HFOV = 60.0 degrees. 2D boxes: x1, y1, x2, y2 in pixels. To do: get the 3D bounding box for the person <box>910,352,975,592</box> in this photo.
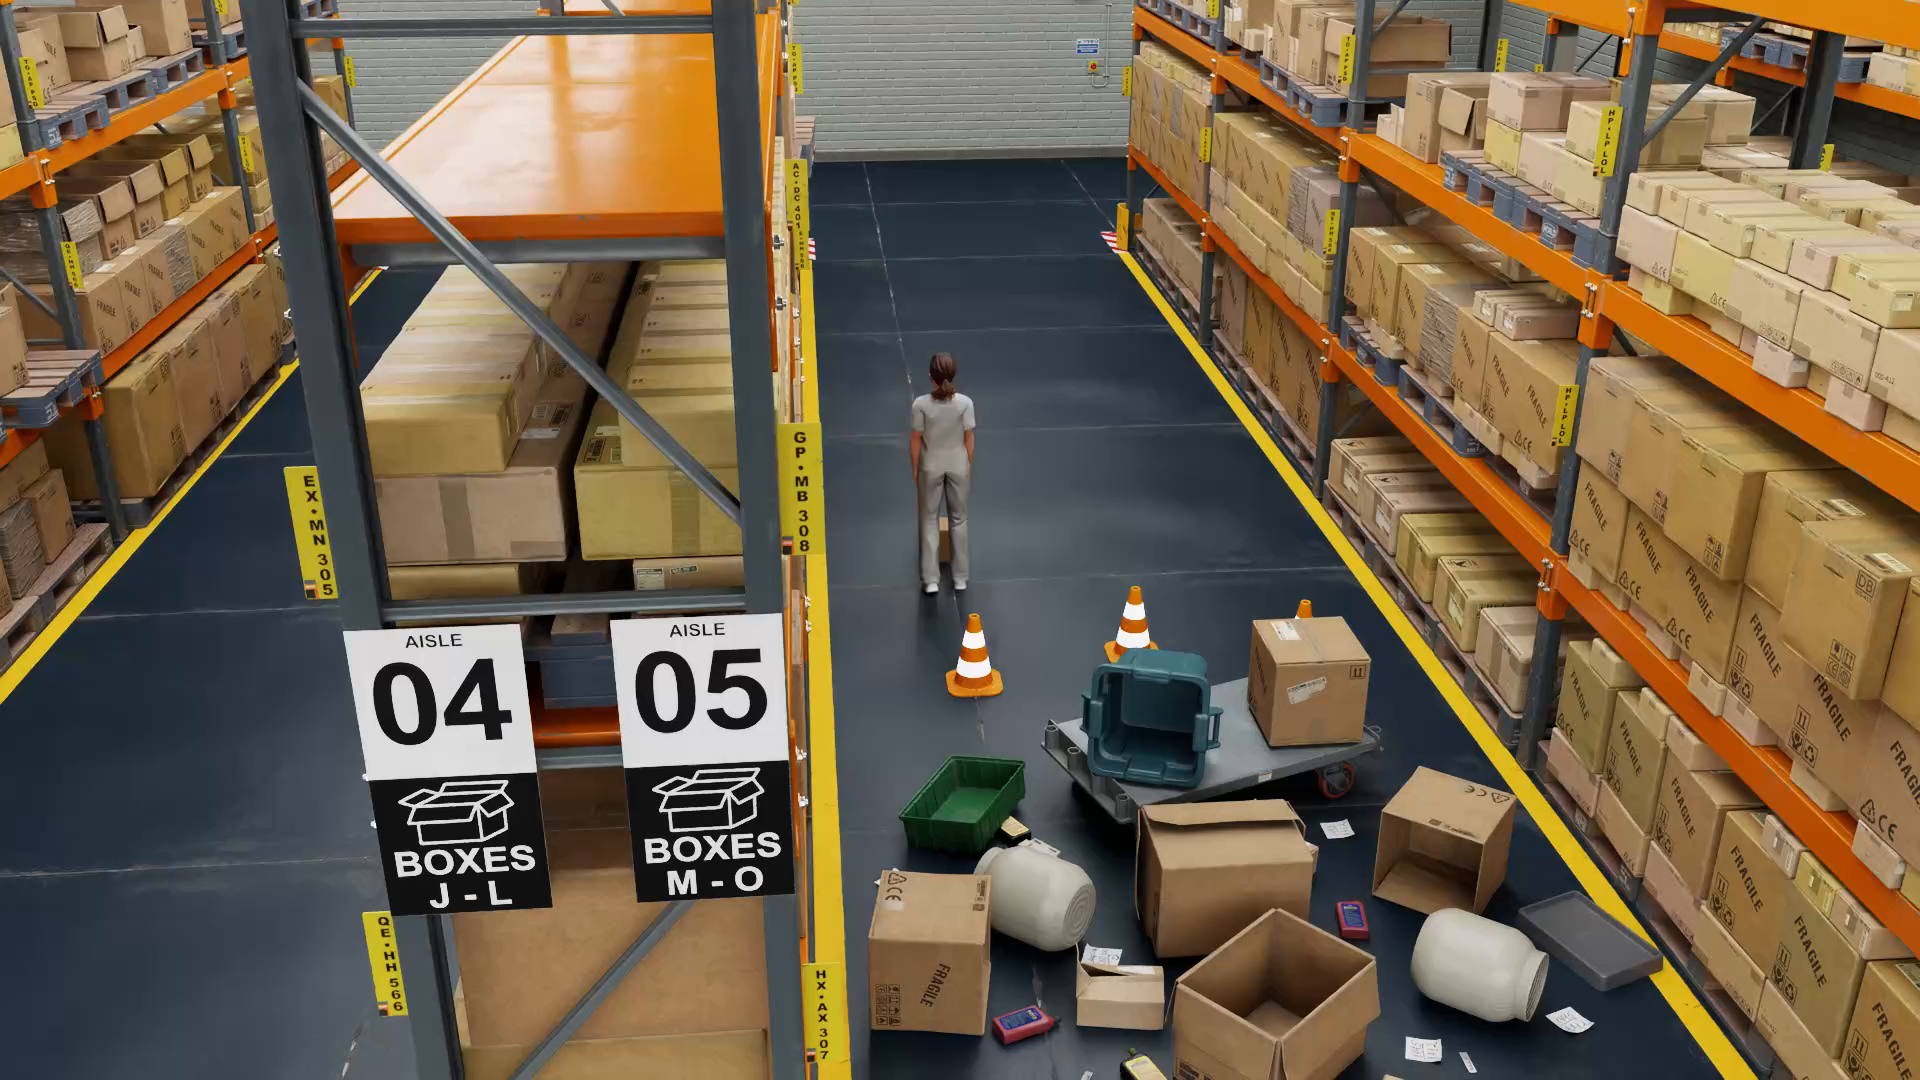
[{"bbox_3d":[-0.118,-0.438,11.148,0.436,1.703,0.373,-2,24,-4],"label":"person"}]
